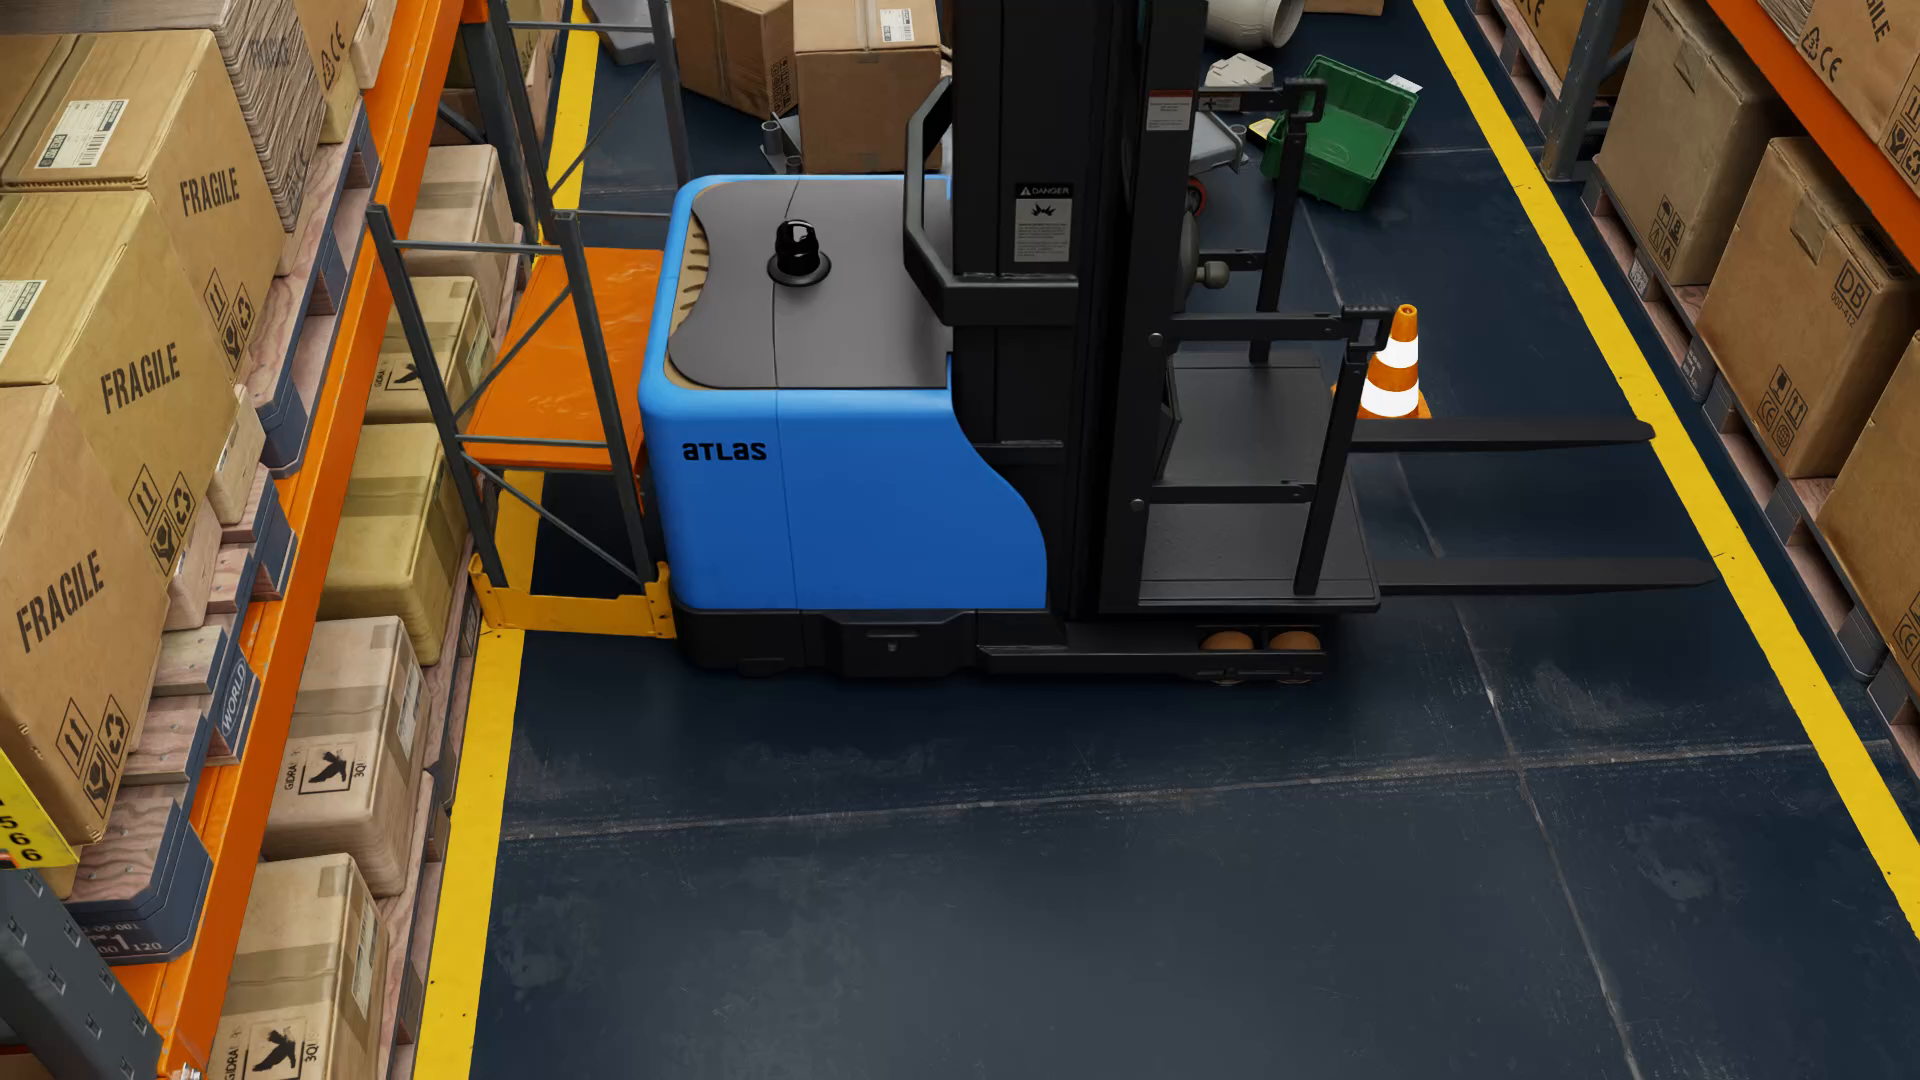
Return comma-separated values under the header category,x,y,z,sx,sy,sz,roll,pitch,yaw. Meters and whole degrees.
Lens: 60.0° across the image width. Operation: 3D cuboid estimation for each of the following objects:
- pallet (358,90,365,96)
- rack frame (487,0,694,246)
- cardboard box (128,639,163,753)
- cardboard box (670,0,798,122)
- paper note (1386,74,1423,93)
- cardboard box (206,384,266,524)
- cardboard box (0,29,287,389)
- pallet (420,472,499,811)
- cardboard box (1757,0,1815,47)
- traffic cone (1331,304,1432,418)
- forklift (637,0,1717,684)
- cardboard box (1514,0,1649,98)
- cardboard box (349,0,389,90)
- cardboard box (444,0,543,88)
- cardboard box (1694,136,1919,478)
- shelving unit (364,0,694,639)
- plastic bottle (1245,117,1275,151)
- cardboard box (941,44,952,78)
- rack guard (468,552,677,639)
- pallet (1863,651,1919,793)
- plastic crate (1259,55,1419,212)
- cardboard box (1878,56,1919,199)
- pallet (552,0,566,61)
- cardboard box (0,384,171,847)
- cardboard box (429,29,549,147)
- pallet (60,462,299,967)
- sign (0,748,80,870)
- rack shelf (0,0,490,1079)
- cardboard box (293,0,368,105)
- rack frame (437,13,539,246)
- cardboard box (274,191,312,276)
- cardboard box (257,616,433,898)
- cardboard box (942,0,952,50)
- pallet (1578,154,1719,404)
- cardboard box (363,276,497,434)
category,x,y,z,sx,sy,sz,roll,pitch,yaw
pallet,-2.185,-1.512,4.748,1.003,0.211,1.213,-3,47,-3
rack frame,-1.055,-1.003,5.148,0.500,1.500,0.032,3,47,4
cardboard box,-1.601,0.243,2.838,0.380,0.149,0.250,-6,47,-6
cardboard box,-0.838,-2.139,6.930,0.500,0.500,0.500,27,52,23
paper note,1.861,-1.925,7.051,0.147,0.020,0.142,-36,56,-29
cardboard box,-1.581,-0.158,3.218,0.380,0.149,0.250,-3,47,-3
cardboard box,-1.678,-0.627,3.215,0.500,0.500,0.500,-3,47,-3
pallet,-1.932,0.267,4.852,1.003,0.211,1.213,-3,47,-3
cardboard box,2.639,-1.786,4.807,0.500,0.500,0.500,-3,47,-3
traffic cone,1.428,-0.580,5.480,0.336,0.463,0.334,-3,47,-3
forklift,0.688,-0.976,4.155,3.031,2.935,1.130,0,47,0
cardboard box,2.837,-2.387,6.619,0.875,0.875,0.875,-3,47,-3
cardboard box,-1.699,-1.282,4.282,0.380,0.149,0.250,-3,47,-3
cardboard box,-1.885,-2.040,6.204,0.500,0.500,0.500,-1,47,-1
cardboard box,3.039,-0.743,5.148,1.050,0.750,0.750,-3,47,-3
shelving unit,-1.100,-0.625,4.797,0.587,1.500,1.083,3,47,4
plastic bottle,1.293,-1.612,6.734,0.133,0.061,0.283,-27,52,-23
cardboard box,-0.034,-1.920,6.885,0.258,0.266,0.396,-36,56,-29
rack guard,-1.133,0.164,4.916,0.587,0.250,0.087,3,47,4
pallet,3.164,0.764,4.381,1.003,0.211,1.213,-3,47,-3
plastic crate,1.500,-1.613,6.609,0.450,0.188,0.662,25,51,9
cardboard box,2.720,-1.057,4.116,0.500,0.500,0.500,-3,47,-3
pallet,-2.301,-2.550,7.519,1.003,0.211,1.213,-3,47,-3
cardboard box,-1.576,0.133,2.495,0.500,0.500,0.500,-5,47,-4
cardboard box,-1.885,-1.782,6.477,0.500,0.250,0.500,-5,47,-5
pallet,-1.935,0.311,3.022,1.213,0.211,1.003,-3,47,-3
sign,-1.217,0.320,2.084,0.100,0.325,0.005,-3,47,-3
rack shelf,-1.937,-0.446,4.102,1.077,0.370,4.000,-3,47,-3
cardboard box,-1.757,-1.368,3.917,0.500,0.500,0.500,-2,47,-2
rack frame,-2.104,-2.140,5.211,1.000,3.000,0.127,-3,47,-3
cardboard box,-1.698,-0.723,3.752,0.380,0.149,0.250,-2,47,-2
cardboard box,-1.876,0.570,4.164,0.950,0.372,0.625,-4,47,-4
cardboard box,0.317,-2.429,7.111,0.797,0.637,0.503,-3,47,-3
pallet,2.960,-1.001,6.053,1.003,0.211,1.213,-3,47,-3
cardboard box,-1.994,-0.482,5.161,0.950,0.372,0.625,-1,47,-1
